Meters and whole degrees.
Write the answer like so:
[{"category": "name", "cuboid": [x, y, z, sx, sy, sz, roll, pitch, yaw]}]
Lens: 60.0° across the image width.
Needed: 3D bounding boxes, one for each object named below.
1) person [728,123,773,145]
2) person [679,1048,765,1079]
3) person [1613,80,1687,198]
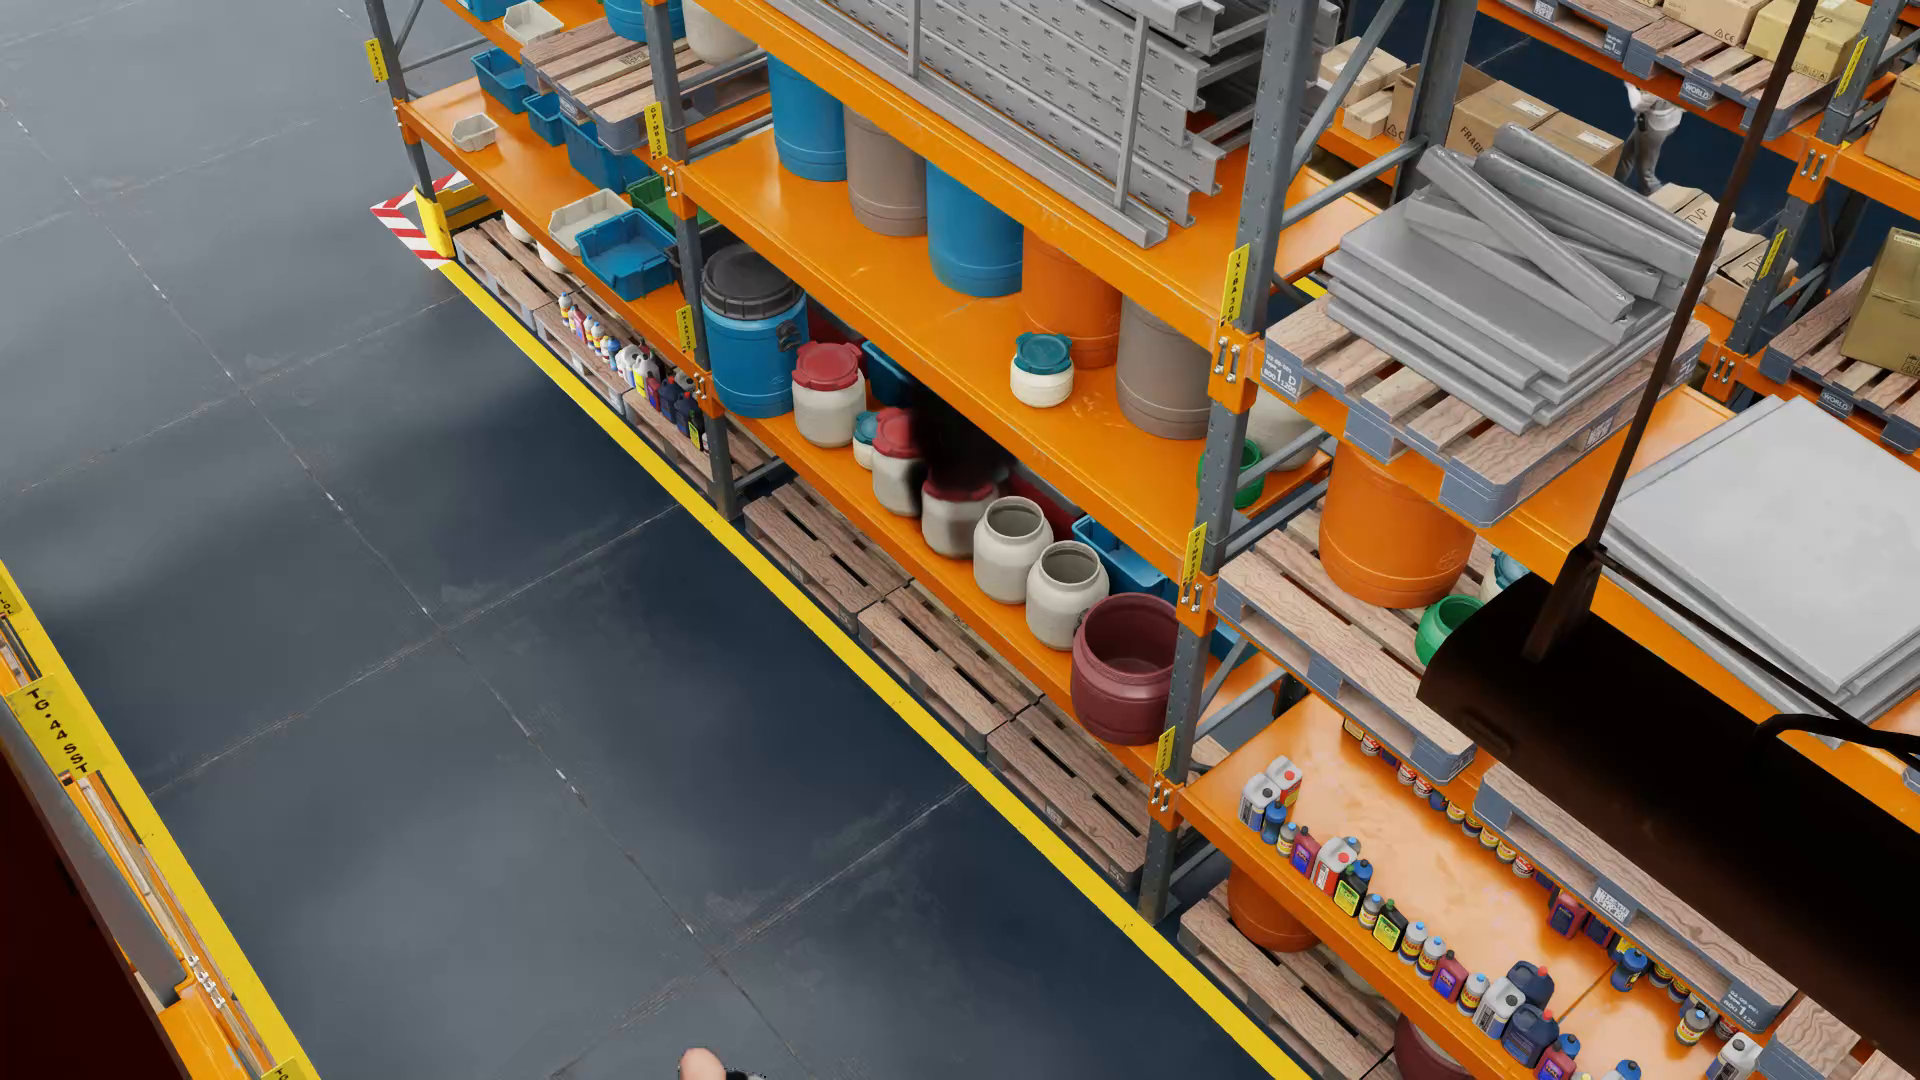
[{"category": "person", "cuboid": [-1.454, -2.867, 12.535, 0.670, 1.782, 0.996, -32, 54, -27]}, {"category": "person", "cuboid": [-0.974, 2.655, 6.902, 0.650, 1.794, 0.765, -29, 53, -25]}, {"category": "person", "cuboid": [5.342, -3.171, 12.792, 0.599, 1.708, 0.860, -33, 55, -27]}]
